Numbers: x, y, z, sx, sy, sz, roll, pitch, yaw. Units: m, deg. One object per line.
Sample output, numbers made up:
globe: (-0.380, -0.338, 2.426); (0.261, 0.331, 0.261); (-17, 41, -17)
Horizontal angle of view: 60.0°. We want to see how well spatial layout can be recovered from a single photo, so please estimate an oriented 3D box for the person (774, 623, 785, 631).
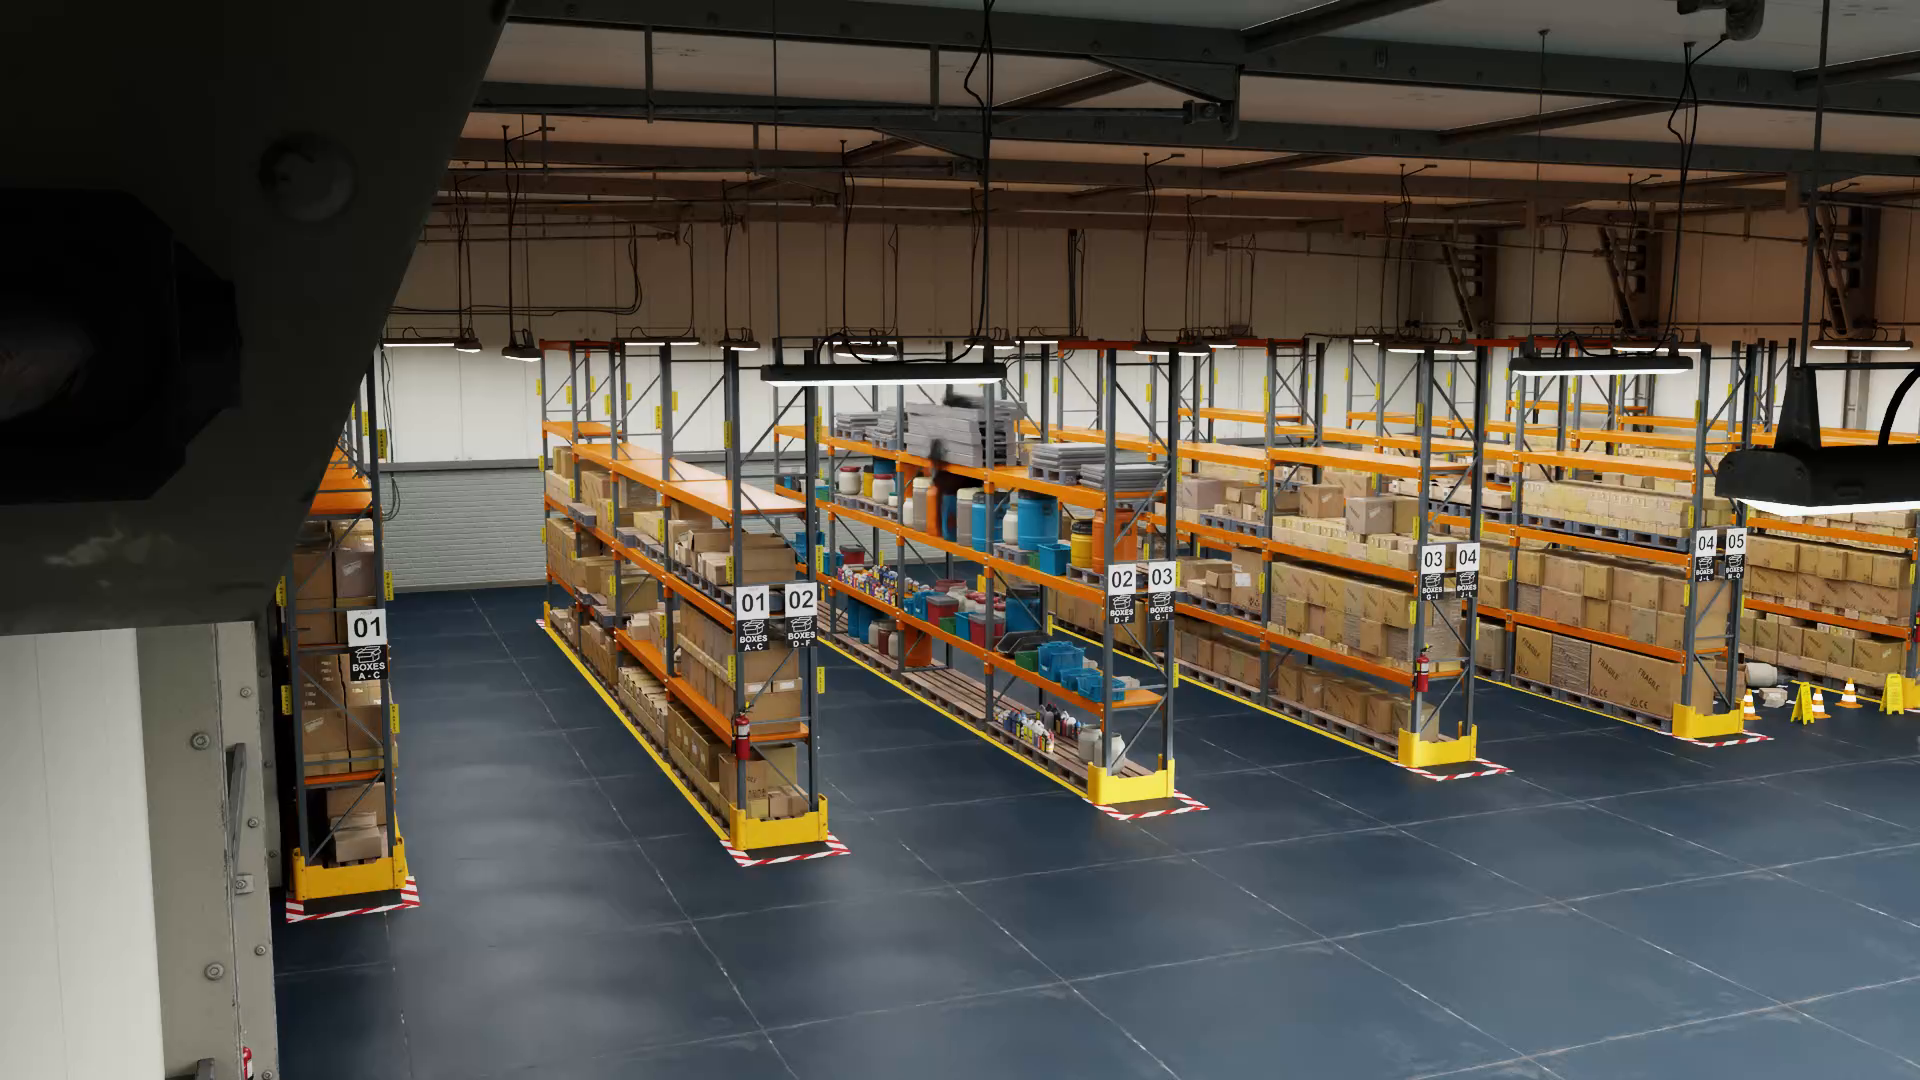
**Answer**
person: (-3.377, 1.462, 29.843); (0.636, 1.757, 0.663); (-4, 8, -26)
